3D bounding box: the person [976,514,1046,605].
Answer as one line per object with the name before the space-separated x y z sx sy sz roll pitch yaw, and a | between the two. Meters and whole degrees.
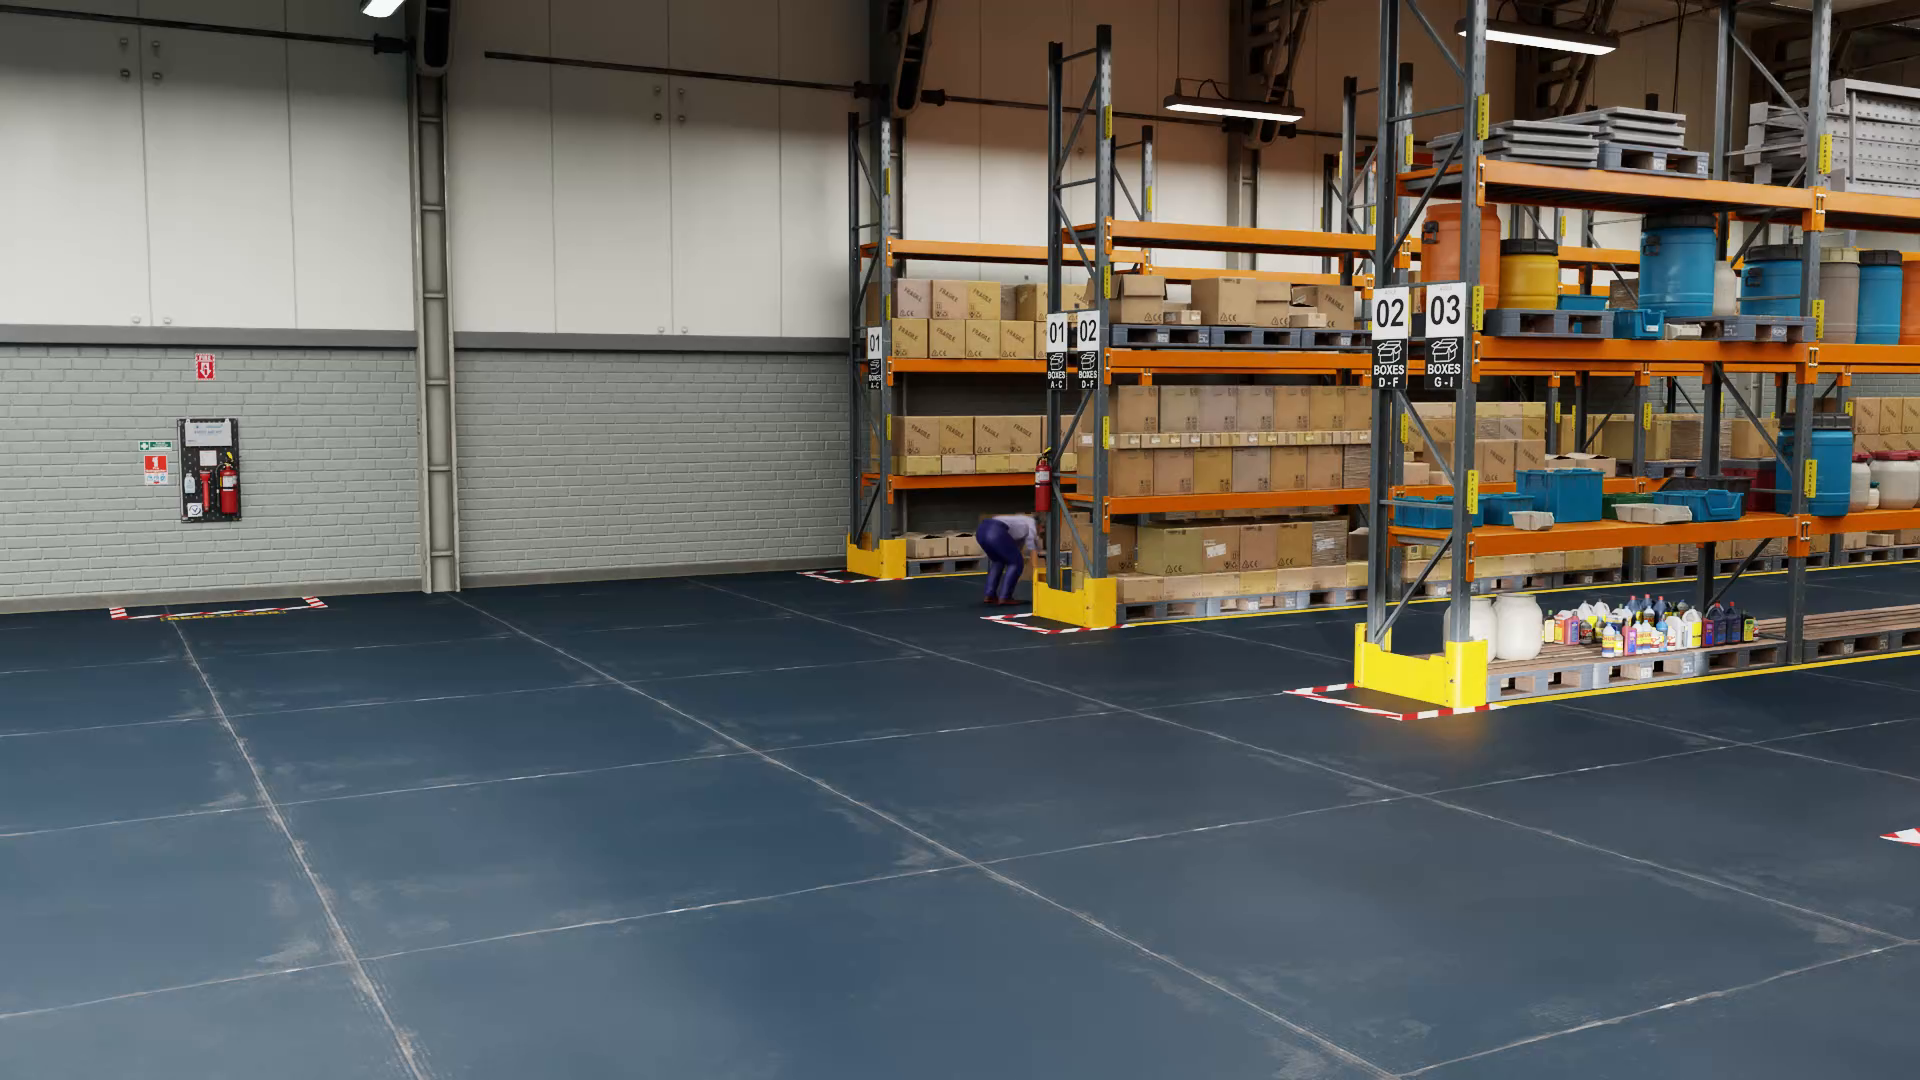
person | 0.620 0.214 18.824 0.910 1.004 0.476 -3 6 -31
